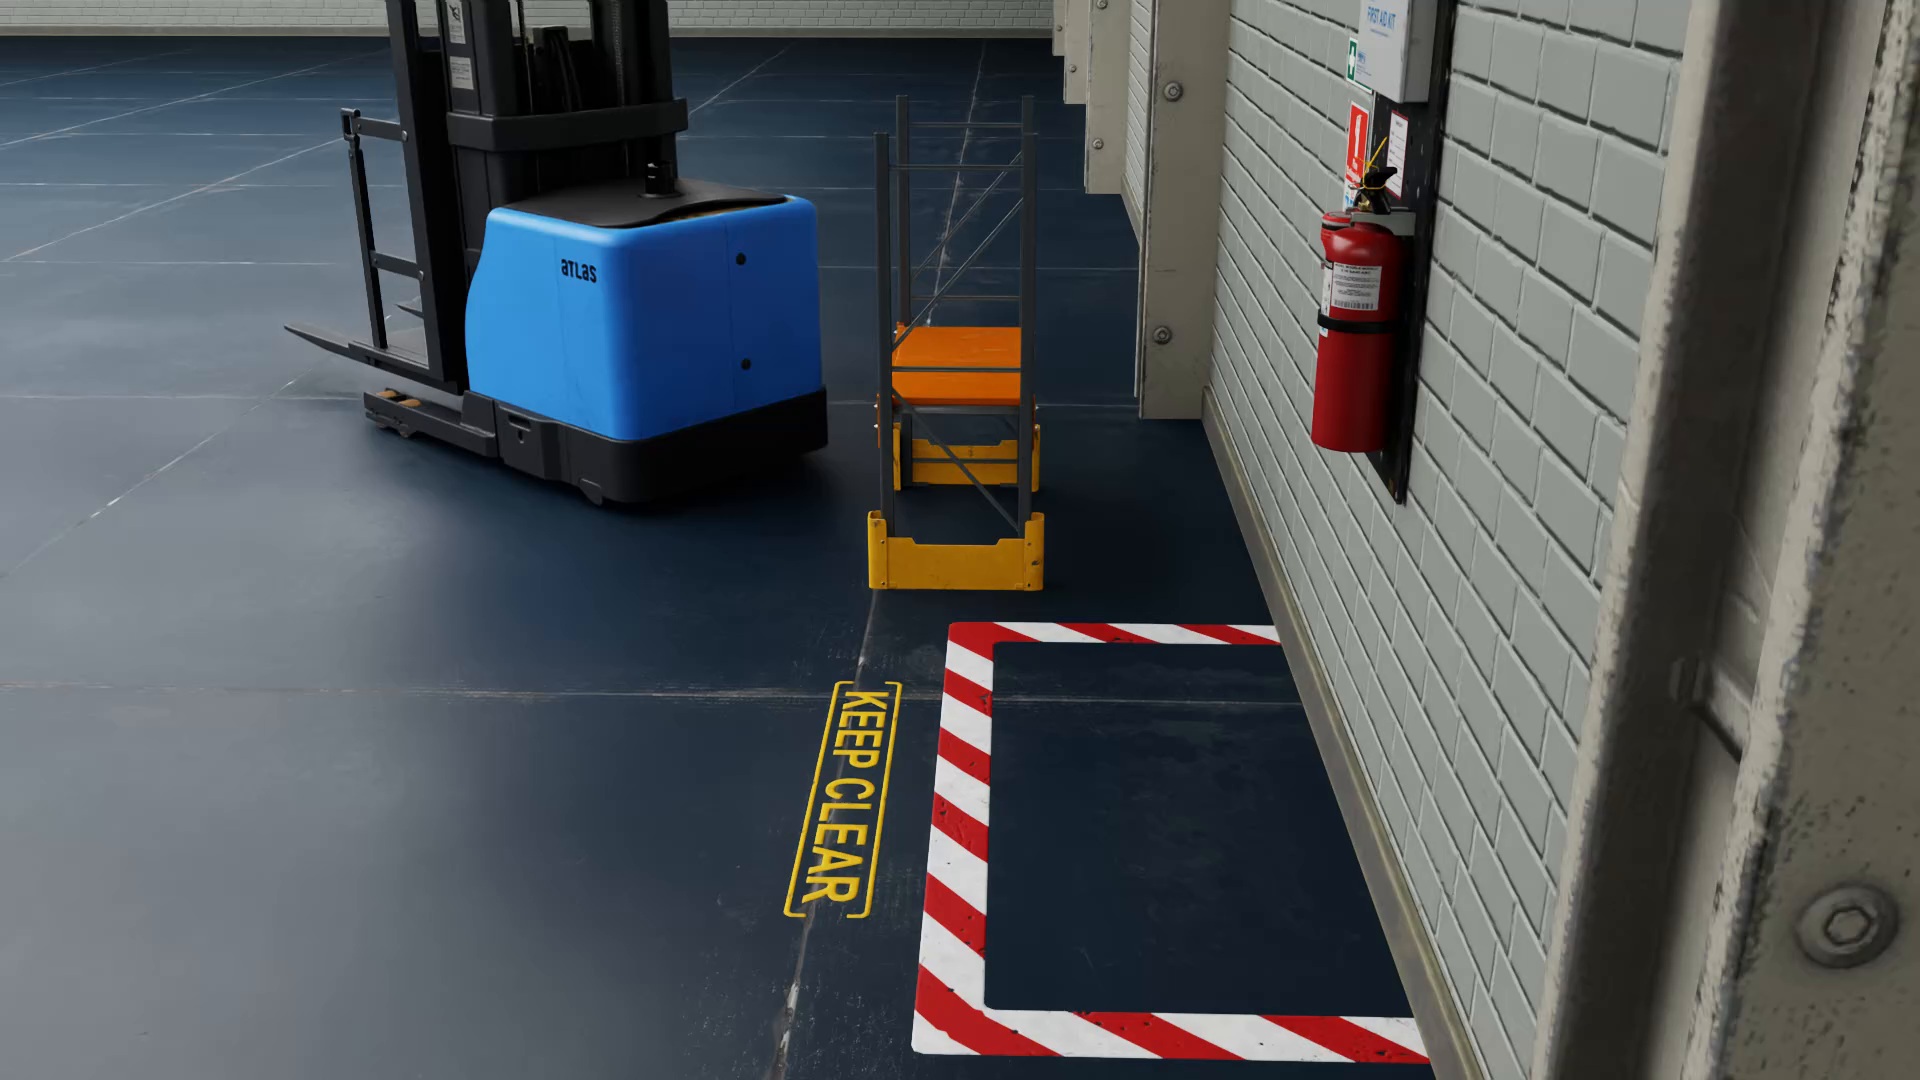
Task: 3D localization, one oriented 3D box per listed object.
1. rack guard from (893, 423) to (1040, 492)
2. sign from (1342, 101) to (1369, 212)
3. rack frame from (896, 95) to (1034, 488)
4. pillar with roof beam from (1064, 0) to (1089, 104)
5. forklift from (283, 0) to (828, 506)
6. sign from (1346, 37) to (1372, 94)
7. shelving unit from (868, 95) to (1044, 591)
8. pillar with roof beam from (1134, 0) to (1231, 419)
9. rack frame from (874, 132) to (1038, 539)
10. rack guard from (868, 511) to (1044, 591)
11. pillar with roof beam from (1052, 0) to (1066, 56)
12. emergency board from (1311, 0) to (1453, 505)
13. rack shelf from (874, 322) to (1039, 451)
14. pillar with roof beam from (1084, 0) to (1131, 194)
[{"bbox_3d":[0.017,-0.324,6.519,0.587,0.250,0.087,1,21,2],"label":"rack guard"},{"bbox_3d":[1.016,-0.950,4.282,0.001,0.329,0.234,1,21,2],"label":"sign"},{"bbox_3d":[0.018,-0.914,6.311,0.500,1.500,0.032,1,21,2],"label":"rack frame"},{"bbox_3d":[-2.973,-9.194,17.285,9.100,9.000,0.400,1,21,2],"label":"pillar with roof beam"},{"bbox_3d":[-1.970,-1.929,6.949,3.031,2.935,1.130,18,28,39],"label":"forklift"},{"bbox_3d":[1.007,-1.196,4.182,0.001,0.109,0.331,1,21,2],"label":"sign"},{"bbox_3d":[0.002,-0.727,5.829,0.587,1.500,1.083,1,21,2],"label":"shelving unit"},{"bbox_3d":[-3.338,-4.855,6.102,9.100,9.000,0.400,1,21,2],"label":"pillar with roof beam"},{"bbox_3d":[-0.013,-0.546,5.363,0.500,1.500,0.032,1,21,2],"label":"rack frame"},{"bbox_3d":[-0.013,0.036,5.591,0.587,0.250,0.087,1,21,2],"label":"rack guard"},{"bbox_3d":[-2.790,-11.364,22.876,9.100,9.000,0.400,1,21,2],"label":"pillar with roof beam"},{"bbox_3d":[0.896,-0.735,3.776,0.194,1.169,0.643,1,21,2],"label":"emergency board"},{"bbox_3d":[0.003,-0.562,5.902,0.538,0.185,1.000,1,21,2],"label":"rack shelf"},{"bbox_3d":[-3.155,-7.025,11.694,9.100,9.000,0.400,1,21,2],"label":"pillar with roof beam"}]
